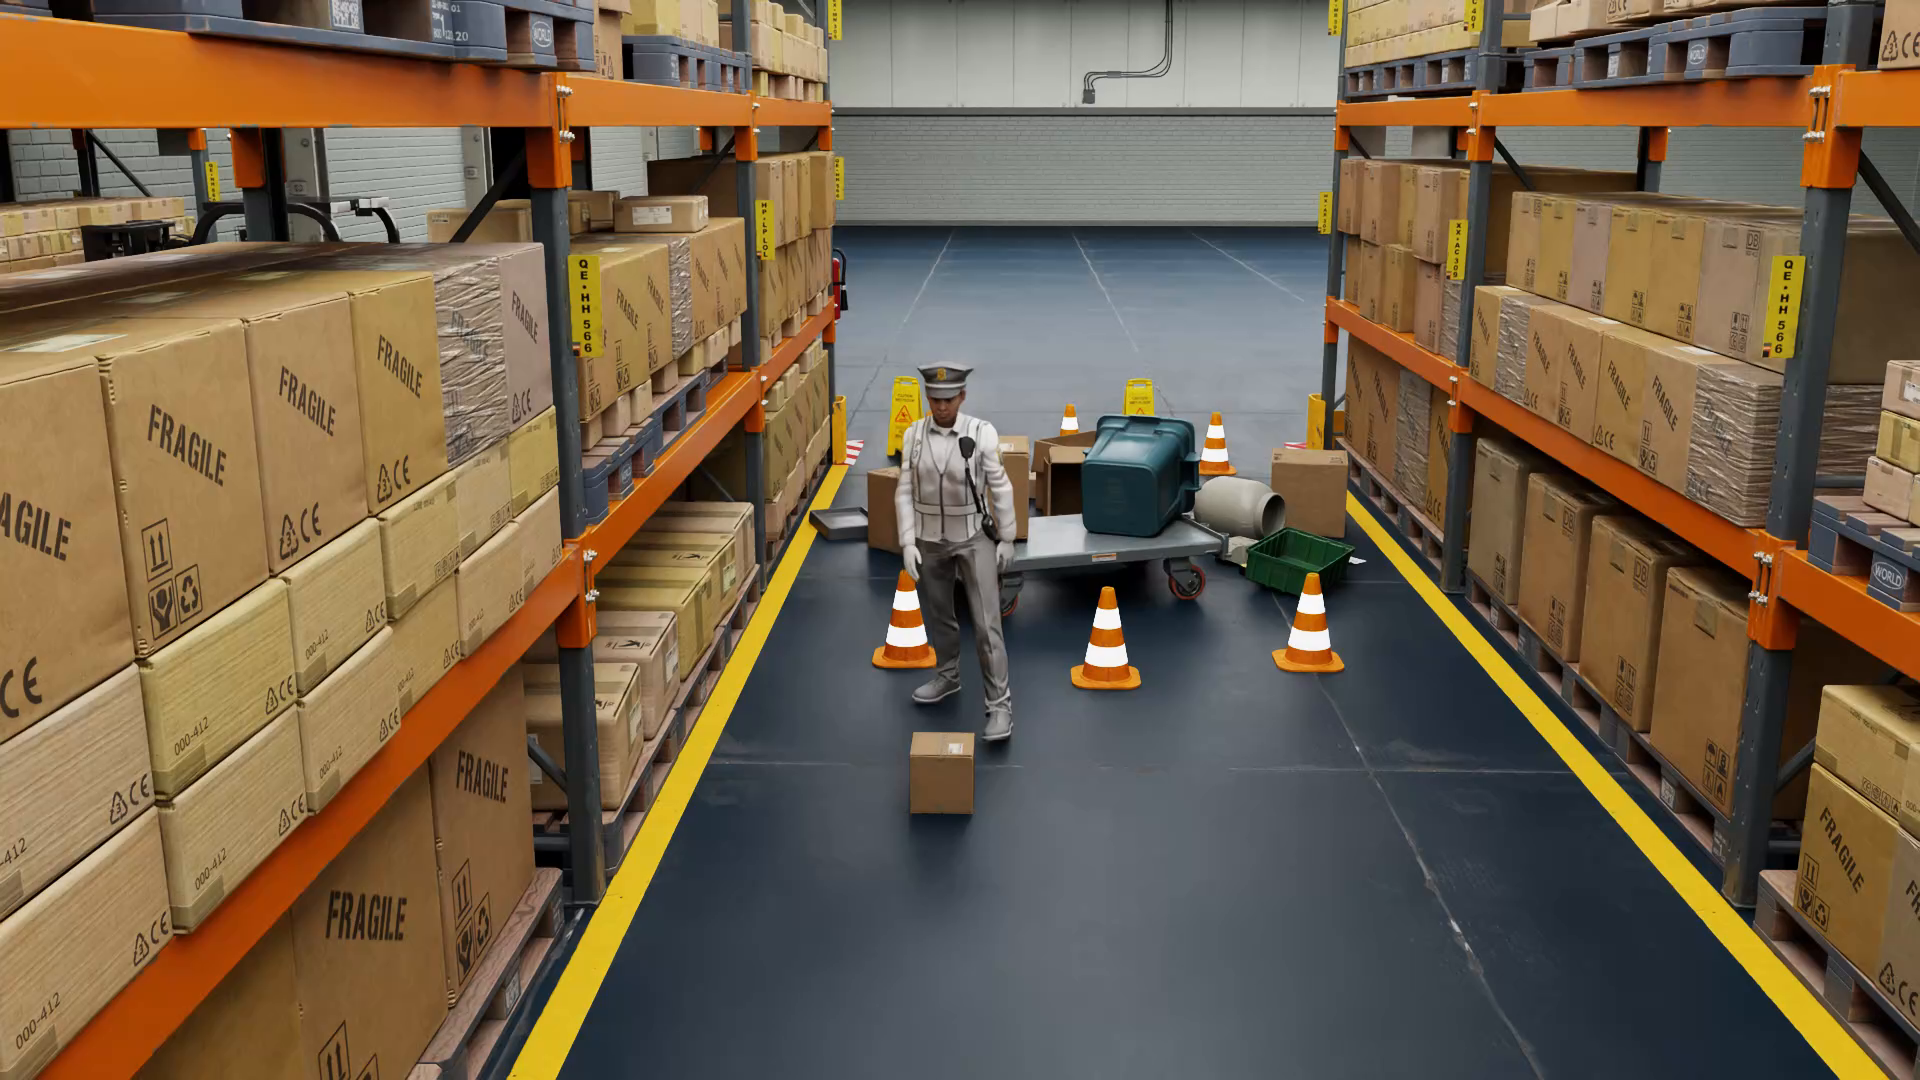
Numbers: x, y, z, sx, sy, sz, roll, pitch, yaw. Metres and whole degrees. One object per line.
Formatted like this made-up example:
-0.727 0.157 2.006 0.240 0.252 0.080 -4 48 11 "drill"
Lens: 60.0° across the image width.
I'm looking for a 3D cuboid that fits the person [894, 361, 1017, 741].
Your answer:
0.014 0.021 7.384 0.620 1.632 0.720 5 15 19 "person"
